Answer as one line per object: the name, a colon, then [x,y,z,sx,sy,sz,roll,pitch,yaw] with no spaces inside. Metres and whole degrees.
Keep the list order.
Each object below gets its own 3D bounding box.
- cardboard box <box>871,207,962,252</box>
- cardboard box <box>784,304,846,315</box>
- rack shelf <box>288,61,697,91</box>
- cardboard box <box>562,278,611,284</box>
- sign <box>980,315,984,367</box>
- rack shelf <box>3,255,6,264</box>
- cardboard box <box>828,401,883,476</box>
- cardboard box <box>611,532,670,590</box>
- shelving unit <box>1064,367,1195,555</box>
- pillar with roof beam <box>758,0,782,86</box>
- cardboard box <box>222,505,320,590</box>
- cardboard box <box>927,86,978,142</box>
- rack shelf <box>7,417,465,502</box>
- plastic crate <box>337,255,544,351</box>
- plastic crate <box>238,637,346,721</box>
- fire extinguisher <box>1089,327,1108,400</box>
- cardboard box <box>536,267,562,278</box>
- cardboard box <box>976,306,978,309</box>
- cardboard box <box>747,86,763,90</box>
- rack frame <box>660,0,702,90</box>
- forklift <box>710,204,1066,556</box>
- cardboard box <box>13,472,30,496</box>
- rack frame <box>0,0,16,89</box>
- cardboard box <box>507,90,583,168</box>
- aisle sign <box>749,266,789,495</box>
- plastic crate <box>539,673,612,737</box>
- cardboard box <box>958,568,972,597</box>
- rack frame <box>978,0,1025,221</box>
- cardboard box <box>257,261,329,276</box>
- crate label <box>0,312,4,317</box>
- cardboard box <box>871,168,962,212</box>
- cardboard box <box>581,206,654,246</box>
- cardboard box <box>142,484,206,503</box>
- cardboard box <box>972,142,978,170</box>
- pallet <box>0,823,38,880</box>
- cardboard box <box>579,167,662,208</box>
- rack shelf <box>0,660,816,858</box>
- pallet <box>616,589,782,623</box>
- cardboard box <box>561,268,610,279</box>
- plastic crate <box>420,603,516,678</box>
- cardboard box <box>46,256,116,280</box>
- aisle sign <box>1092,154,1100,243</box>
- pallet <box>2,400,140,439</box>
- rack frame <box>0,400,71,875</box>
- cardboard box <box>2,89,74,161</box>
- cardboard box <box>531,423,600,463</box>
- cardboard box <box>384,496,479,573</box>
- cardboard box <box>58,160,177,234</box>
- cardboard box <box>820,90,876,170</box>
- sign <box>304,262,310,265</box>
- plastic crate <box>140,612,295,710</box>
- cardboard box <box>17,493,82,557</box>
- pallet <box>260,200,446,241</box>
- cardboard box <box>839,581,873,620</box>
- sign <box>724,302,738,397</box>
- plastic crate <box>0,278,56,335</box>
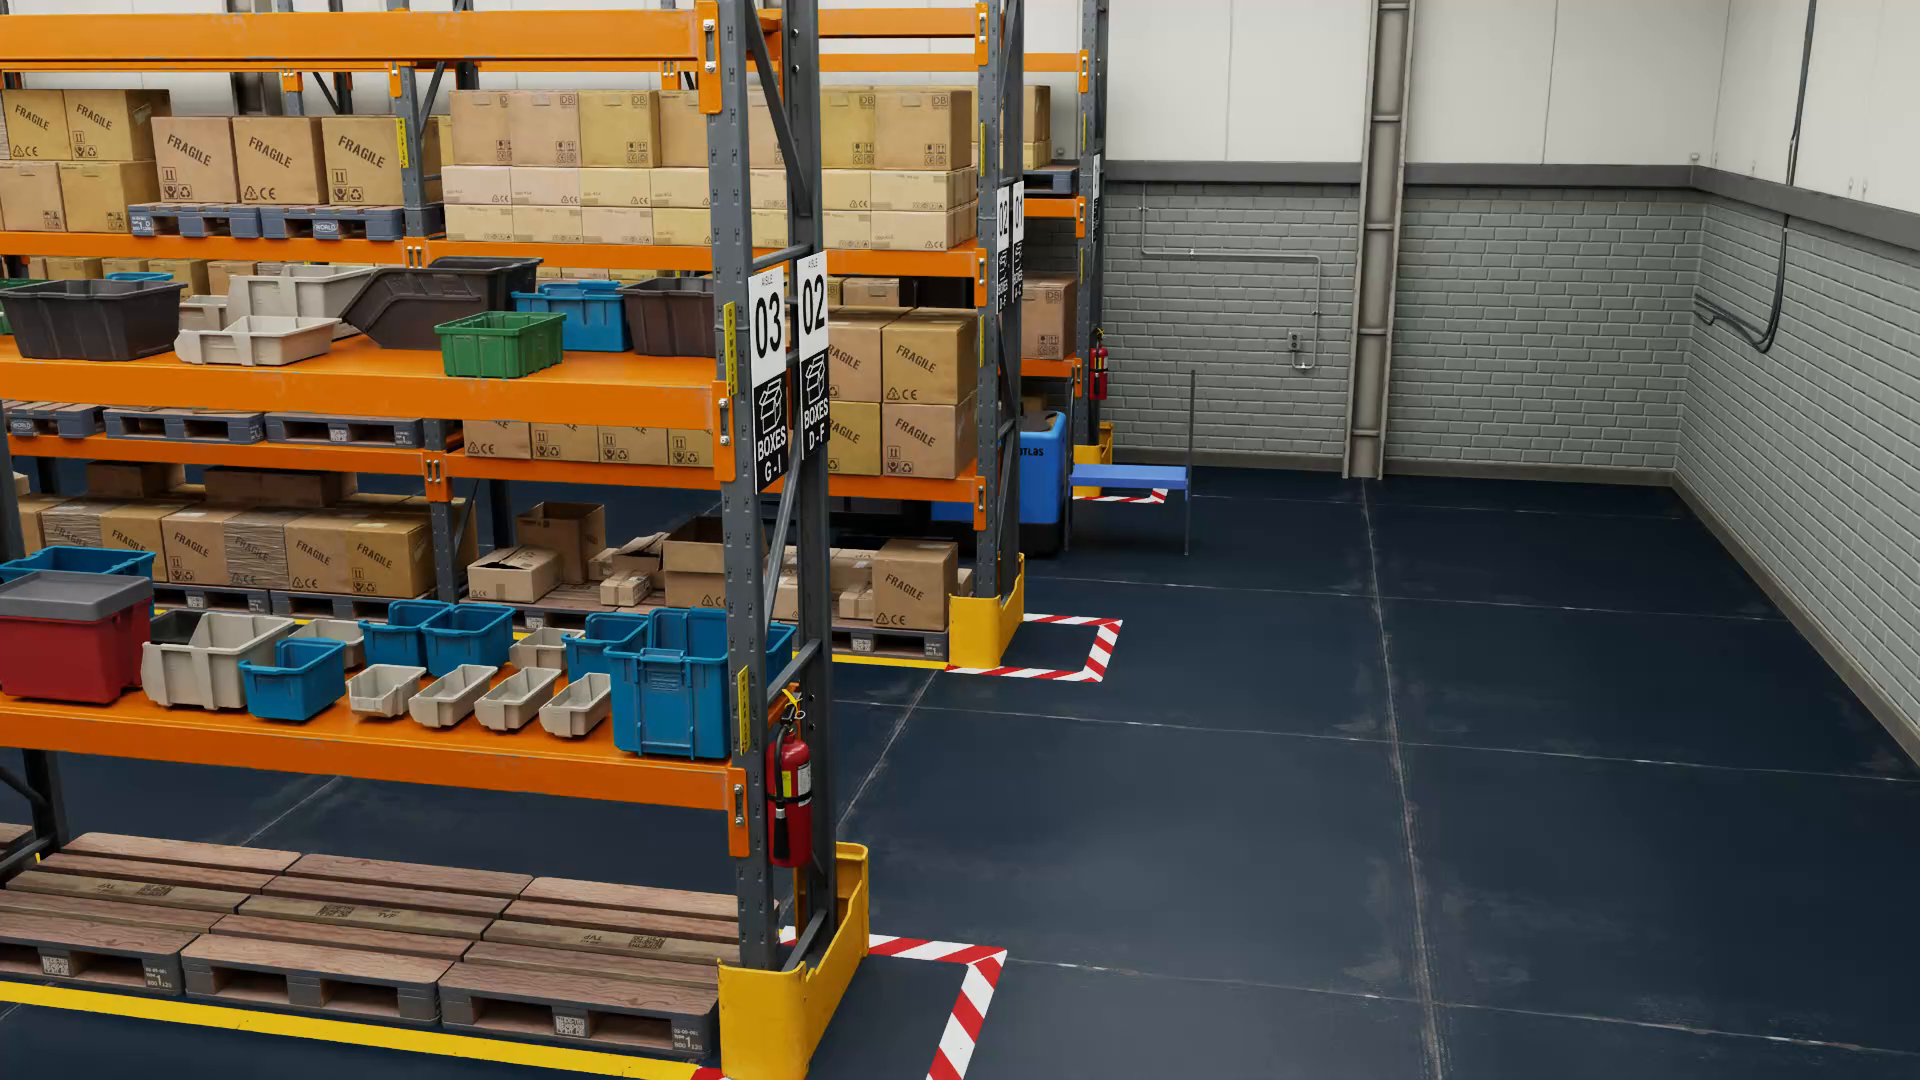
cardboard box: [-0.282,-2.052,10.942,0.500,0.250,0.500,3,16,11]
cardboard box: [-1.112,-1.397,11.854,0.500,0.500,0.500,3,16,12]
rack shelf: [-4.623,-4.687,16.653,4.000,0.370,1.077,3,16,11]
cardboard box: [-3.667,-2.413,16.803,0.500,0.500,0.500,3,16,12]
sign: [0.143,-1.286,10.756,0.005,0.325,0.100,3,16,11]
rack shelf: [-9.526,-2.351,13.089,4.000,0.370,1.077,3,16,11]
cardboard box: [-0.729,-0.748,11.385,0.500,0.500,0.500,3,16,12]
cardboard box: [-2.296,0.147,12.556,0.500,0.311,0.500,3,16,11]
shelving unit: [1.441,-0.677,14.128,1.048,1.500,0.538,2,16,8]
pillar with roof beam: [-2.662,-4.183,12.736,0.400,9.000,9.100,3,16,11]
cardboard box: [-5.161,0.053,12.540,0.500,0.500,0.500,3,16,12]
cardboard box: [-0.003,-3.998,15.591,0.500,0.500,0.500,4,16,13]
rack shelf: [-5.606,-0.693,12.721,4.000,0.370,1.077,3,16,11]
plastic crate: [-2.160,-0.993,6.956,0.767,0.338,0.504,3,16,11]
plastic crate: [-2.781,0.585,6.962,0.300,0.233,0.416,3,16,11]
fire extinguisher: [1.313,-1.670,15.747,0.183,0.674,0.296,3,16,11]
cardboard box: [-4.170,-2.806,16.817,0.500,0.250,0.500,3,16,12]
cardboard box: [0.040,-2.221,16.329,0.700,0.700,0.980,3,16,11]
cardboard box: [-2.020,-4.103,15.968,0.500,0.500,0.500,3,16,11]
rack frame: [-2.663,-5.120,16.119,0.127,3.000,1.000,3,16,11]
forklift: [-0.619,-1.436,14.184,3.031,2.935,1.130,2,16,8]
cardboard box: [-8.021,-0.398,13.623,0.500,0.311,0.500,4,16,13]
rack frame: [-10.502,-5.546,17.655,0.127,3.000,1.000,3,16,11]
cardboard box: [-2.700,-2.829,11.406,0.500,0.500,0.700,3,16,11]
aisle sign: [-0.705,-0.597,6.158,0.004,0.787,0.394,3,16,11]
plastic crate: [-1.552,0.678,6.808,0.243,0.136,0.396,3,16,11]
cardboard box: [-0.068,0.330,12.200,0.250,0.149,0.380,3,16,11]
rack frame: [0.274,-3.611,10.672,0.127,3.000,1.000,3,16,11]
cardboard box: [-7.045,-2.724,17.697,0.500,0.500,0.700,1,16,5]
crate label: [-4.215,-0.854,6.832,0.466,0.136,0.293,3,16,11]
cardboard box: [-0.281,-2.295,10.884,0.500,0.250,0.500,3,16,11]
cardboard box: [-2.240,-2.161,11.336,0.500,0.250,0.500,3,16,11]
cardboard box: [-6.096,-0.137,13.226,0.500,0.500,0.500,3,16,9]
cardboard box: [-0.024,-3.637,15.691,0.500,0.250,0.500,3,16,9]
pallet: [-5.385,1.655,8.124,1.213,0.211,1.003,3,16,11]
cardboard box: [-2.241,-2.401,11.264,0.500,0.250,0.500,3,16,11]
rack shelf: [-2.677,0.816,7.276,4.000,0.370,1.077,3,16,11]
pallet: [-1.774,0.512,12.248,1.213,0.211,1.003,3,16,11]
cardboard box: [-3.671,-2.779,16.719,0.500,0.250,0.500,3,16,12]
plastic crate: [-2.184,0.458,7.421,0.300,0.233,0.416,3,16,11]
cardboard box: [-9.464,-2.847,18.140,0.500,0.500,0.700,5,16,17]
aisle sign: [1.268,-3.187,15.507,0.004,0.787,0.394,3,16,11]
pallet: [-6.888,-1.036,12.971,1.003,0.211,1.213,3,16,11]
rack frame: [-4.637,0.363,7.564,0.127,3.000,1.000,3,16,11]
cardboard box: [-6.640,-3.069,12.274,0.500,0.500,0.500,3,16,11]
cardboard box: [-2.699,-0.856,11.777,0.500,0.500,0.500,3,16,12]
cardboard box: [-4.072,-0.030,12.839,0.500,0.500,0.500,2,16,9]
cardboard box: [-6.122,-2.570,12.346,0.500,0.500,0.910,3,16,11]
cardboard box: [-0.706,-2.768,11.185,0.500,0.500,0.700,3,16,11]
sign: [-6.681,-2.819,17.030,0.005,0.325,0.100,3,16,11]
plastic crate: [-3.177,0.520,7.104,0.530,0.282,0.437,3,16,11]
cardboard box: [-7.177,-0.054,12.927,0.500,0.500,0.500,4,16,13]
pallet: [-4.271,-2.341,12.057,1.003,0.211,1.213,3,16,11]
cardboard box: [-0.687,0.424,11.827,0.250,0.166,0.380,3,16,11]
sign: [-0.811,-0.675,5.887,0.005,0.325,0.100,3,16,11]
plastic crate: [-4.162,-1.037,7.396,0.662,0.188,0.450,3,16,11]
